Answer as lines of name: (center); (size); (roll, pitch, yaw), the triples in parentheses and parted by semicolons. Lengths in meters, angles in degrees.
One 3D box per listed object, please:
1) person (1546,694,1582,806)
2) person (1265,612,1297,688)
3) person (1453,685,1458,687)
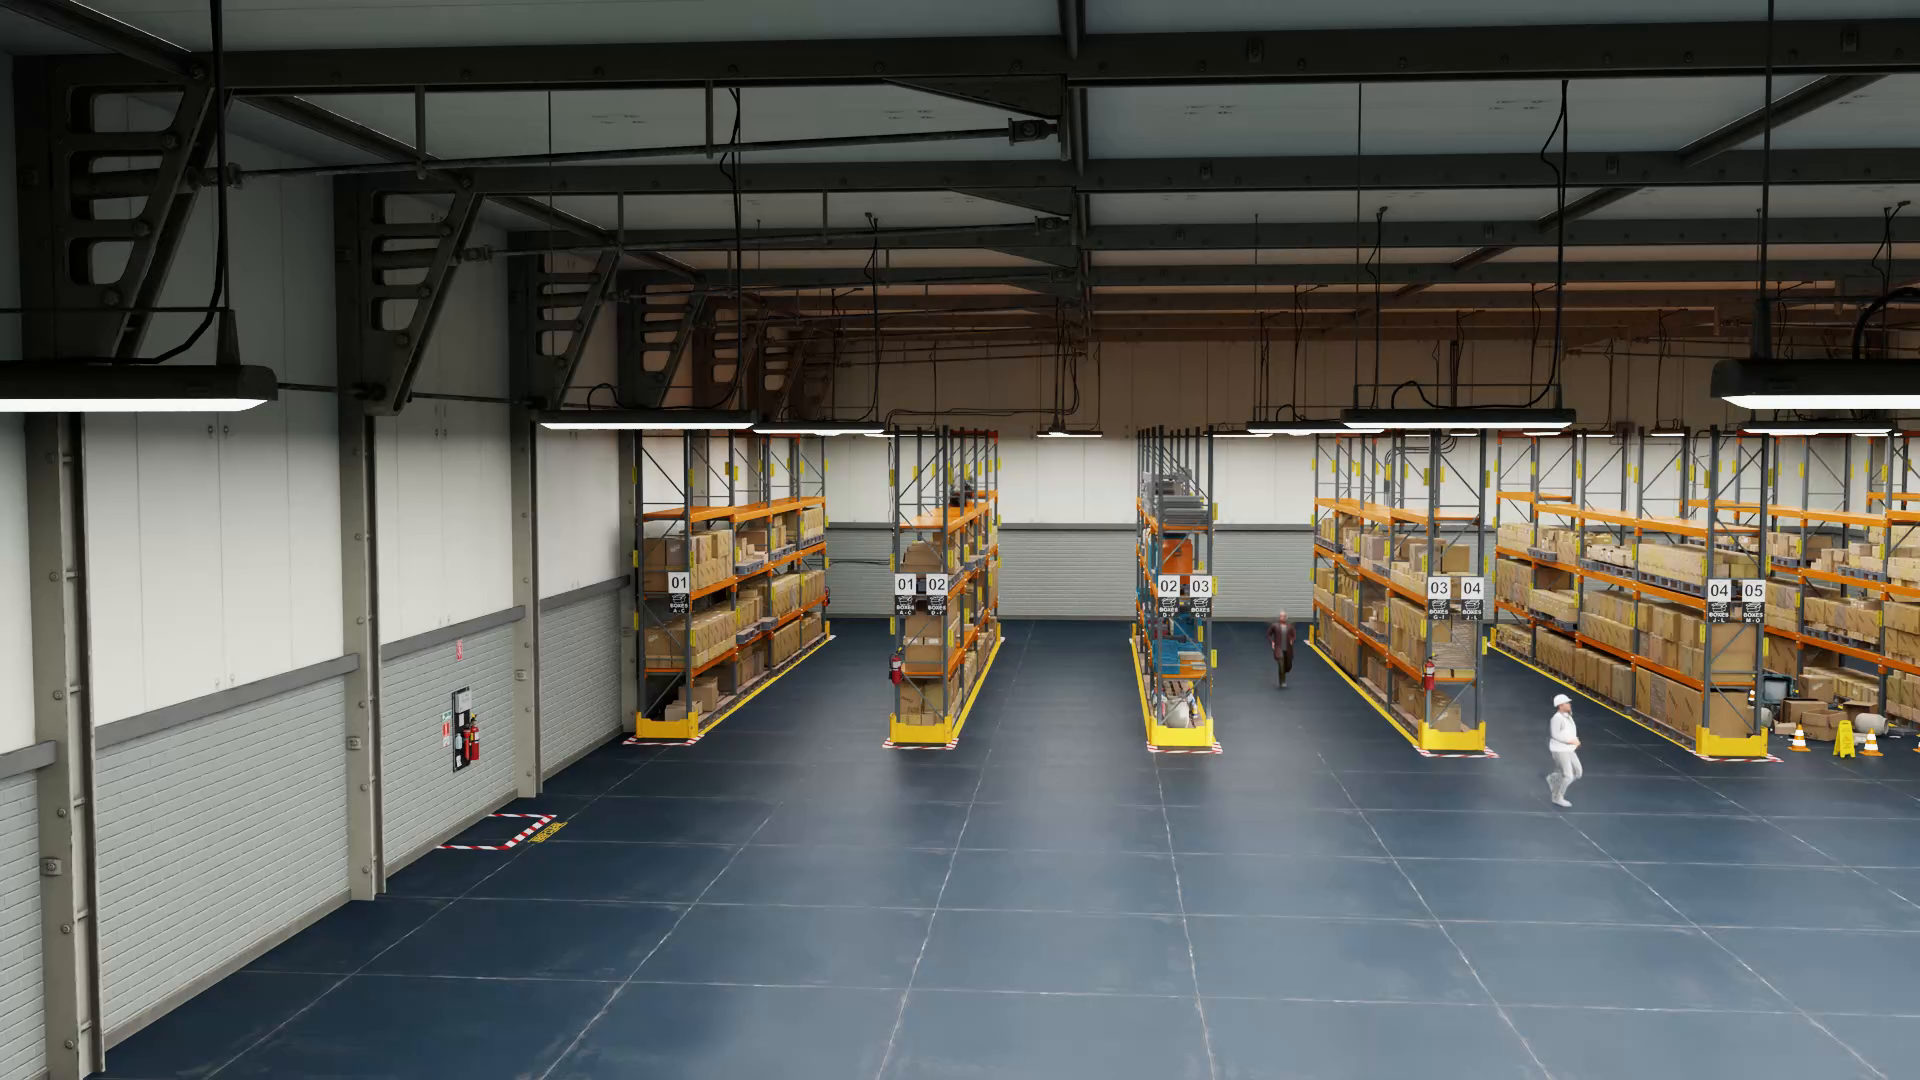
person: (9.479, 3.289, 26.092); (0.591, 1.737, 0.698); (3, 4, 38)
person: (7.465, 2.535, 38.581); (0.715, 1.735, 0.826); (0, 3, -4)
person: (11.408, 2.557, 38.740); (0.595, 1.744, 0.715); (0, 3, 7)
